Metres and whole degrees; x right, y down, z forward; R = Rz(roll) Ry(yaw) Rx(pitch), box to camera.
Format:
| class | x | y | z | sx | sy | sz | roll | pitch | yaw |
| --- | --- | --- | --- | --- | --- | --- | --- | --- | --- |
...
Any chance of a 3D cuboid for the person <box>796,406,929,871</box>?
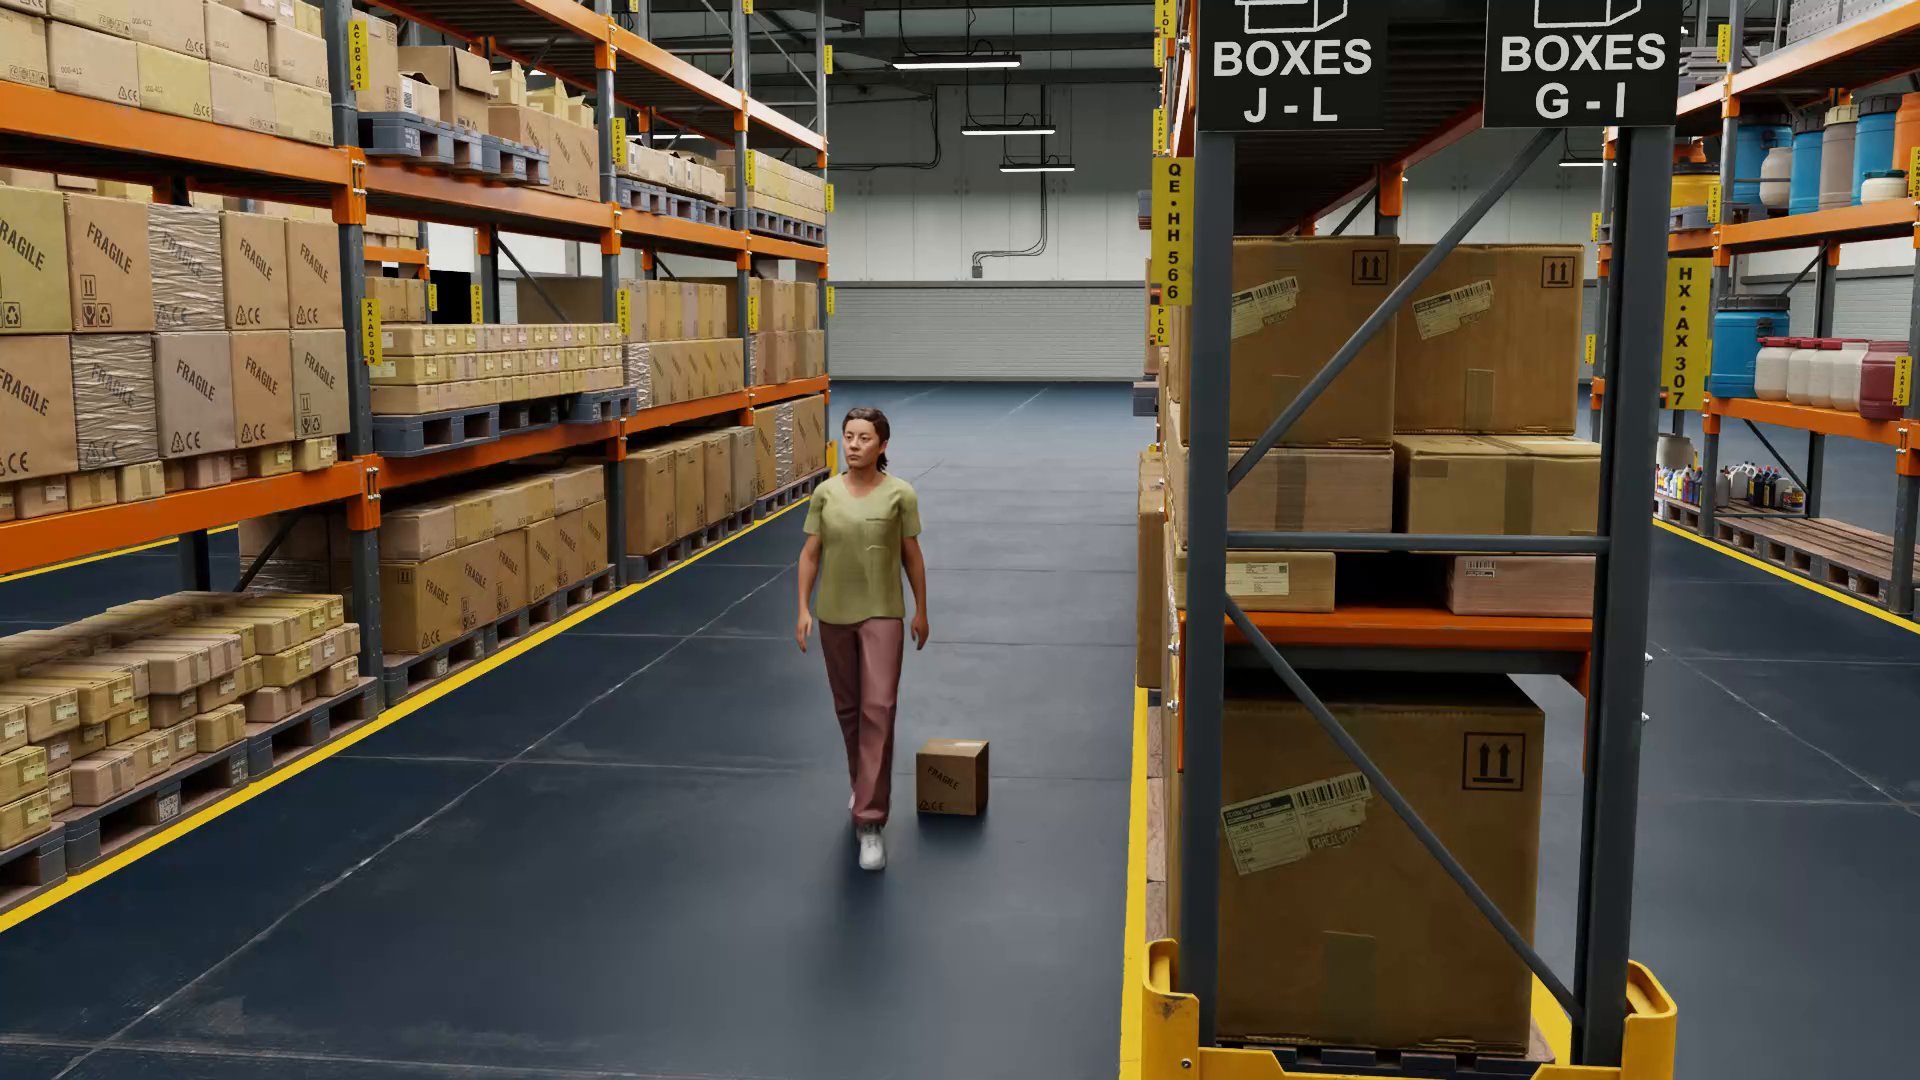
| class | x | y | z | sx | sy | sz | roll | pitch | yaw |
| --- | --- | --- | --- | --- | --- | --- | --- | --- | --- |
| person | -0.404 | 0.324 | 6.384 | 0.477 | 1.663 | 0.864 | 2 | 8 | 12 |
